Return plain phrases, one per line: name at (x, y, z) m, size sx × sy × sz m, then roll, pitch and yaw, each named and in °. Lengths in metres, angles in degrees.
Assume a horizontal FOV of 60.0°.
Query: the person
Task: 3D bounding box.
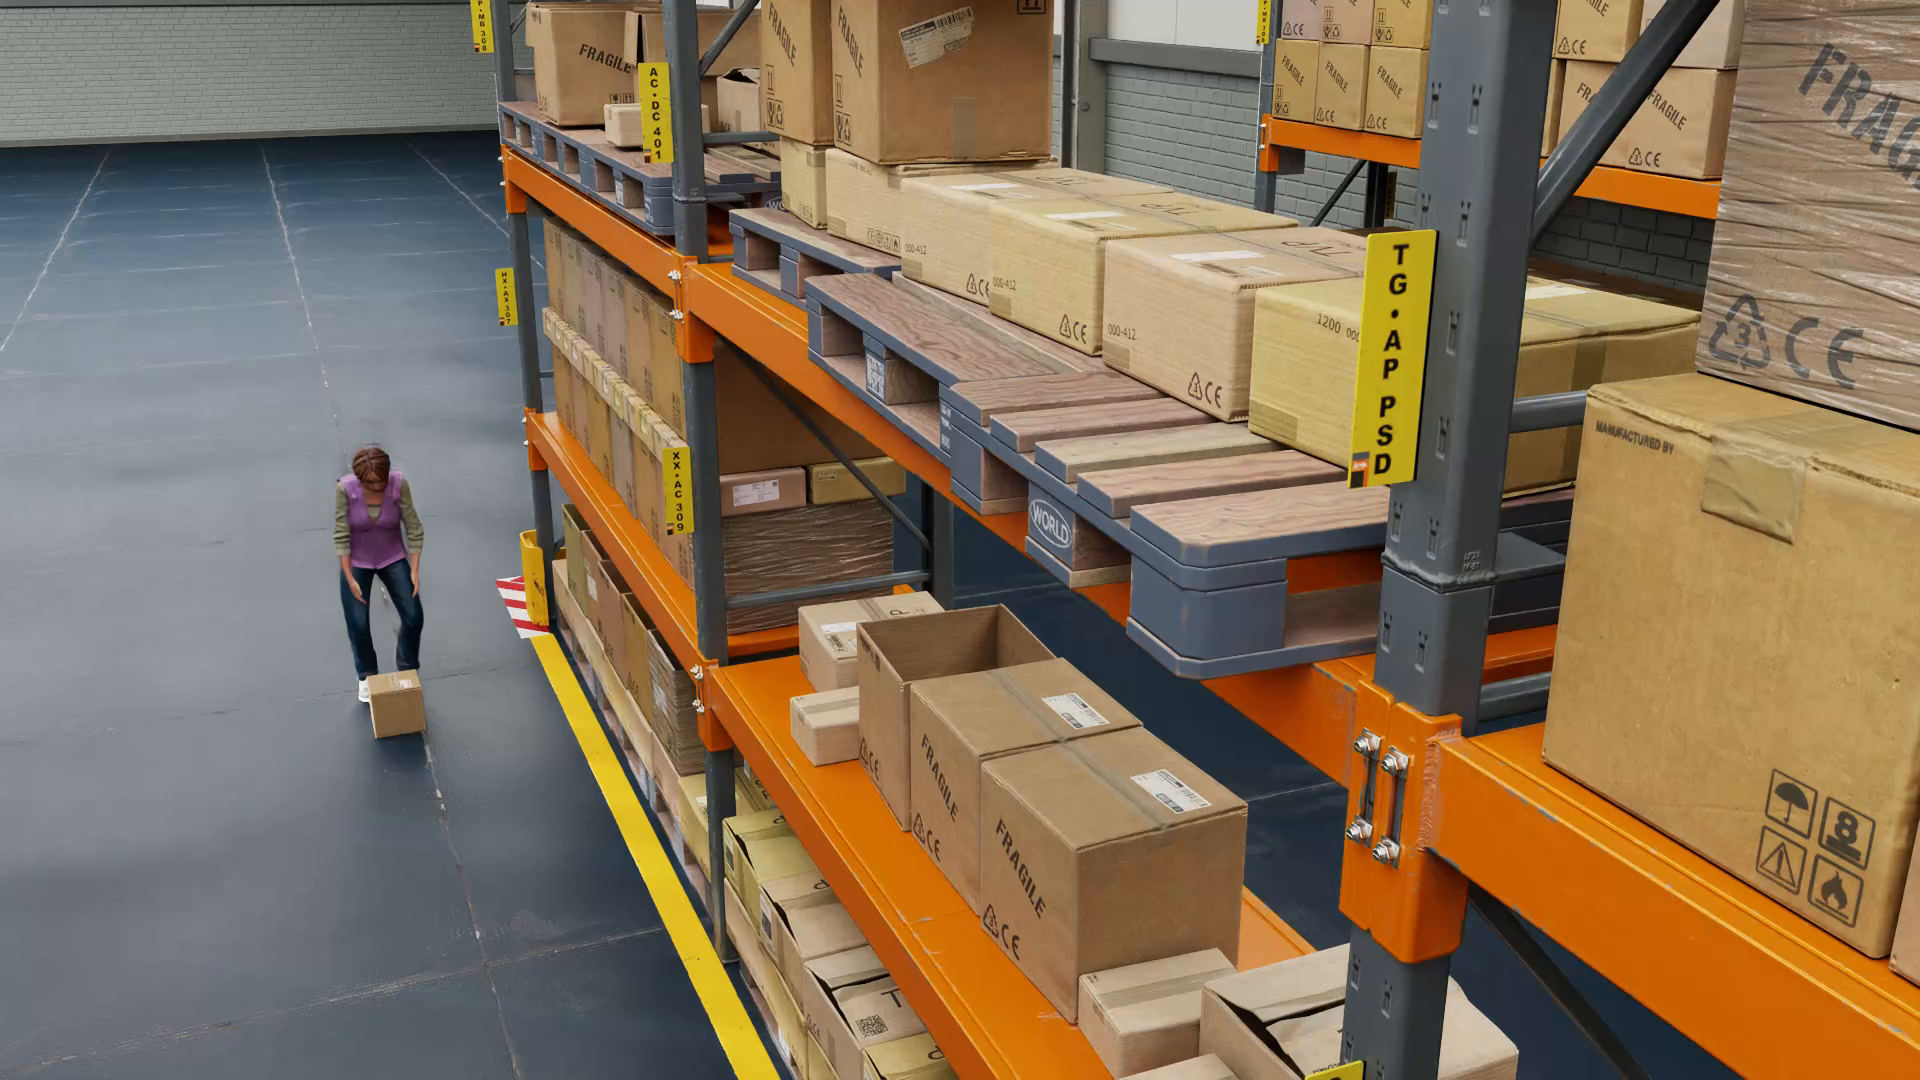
person at (-3.087, 0.163, 8.885) m, size 0.454 × 1.429 × 0.540 m, roll -8°, pitch 21°, yaw -22°
